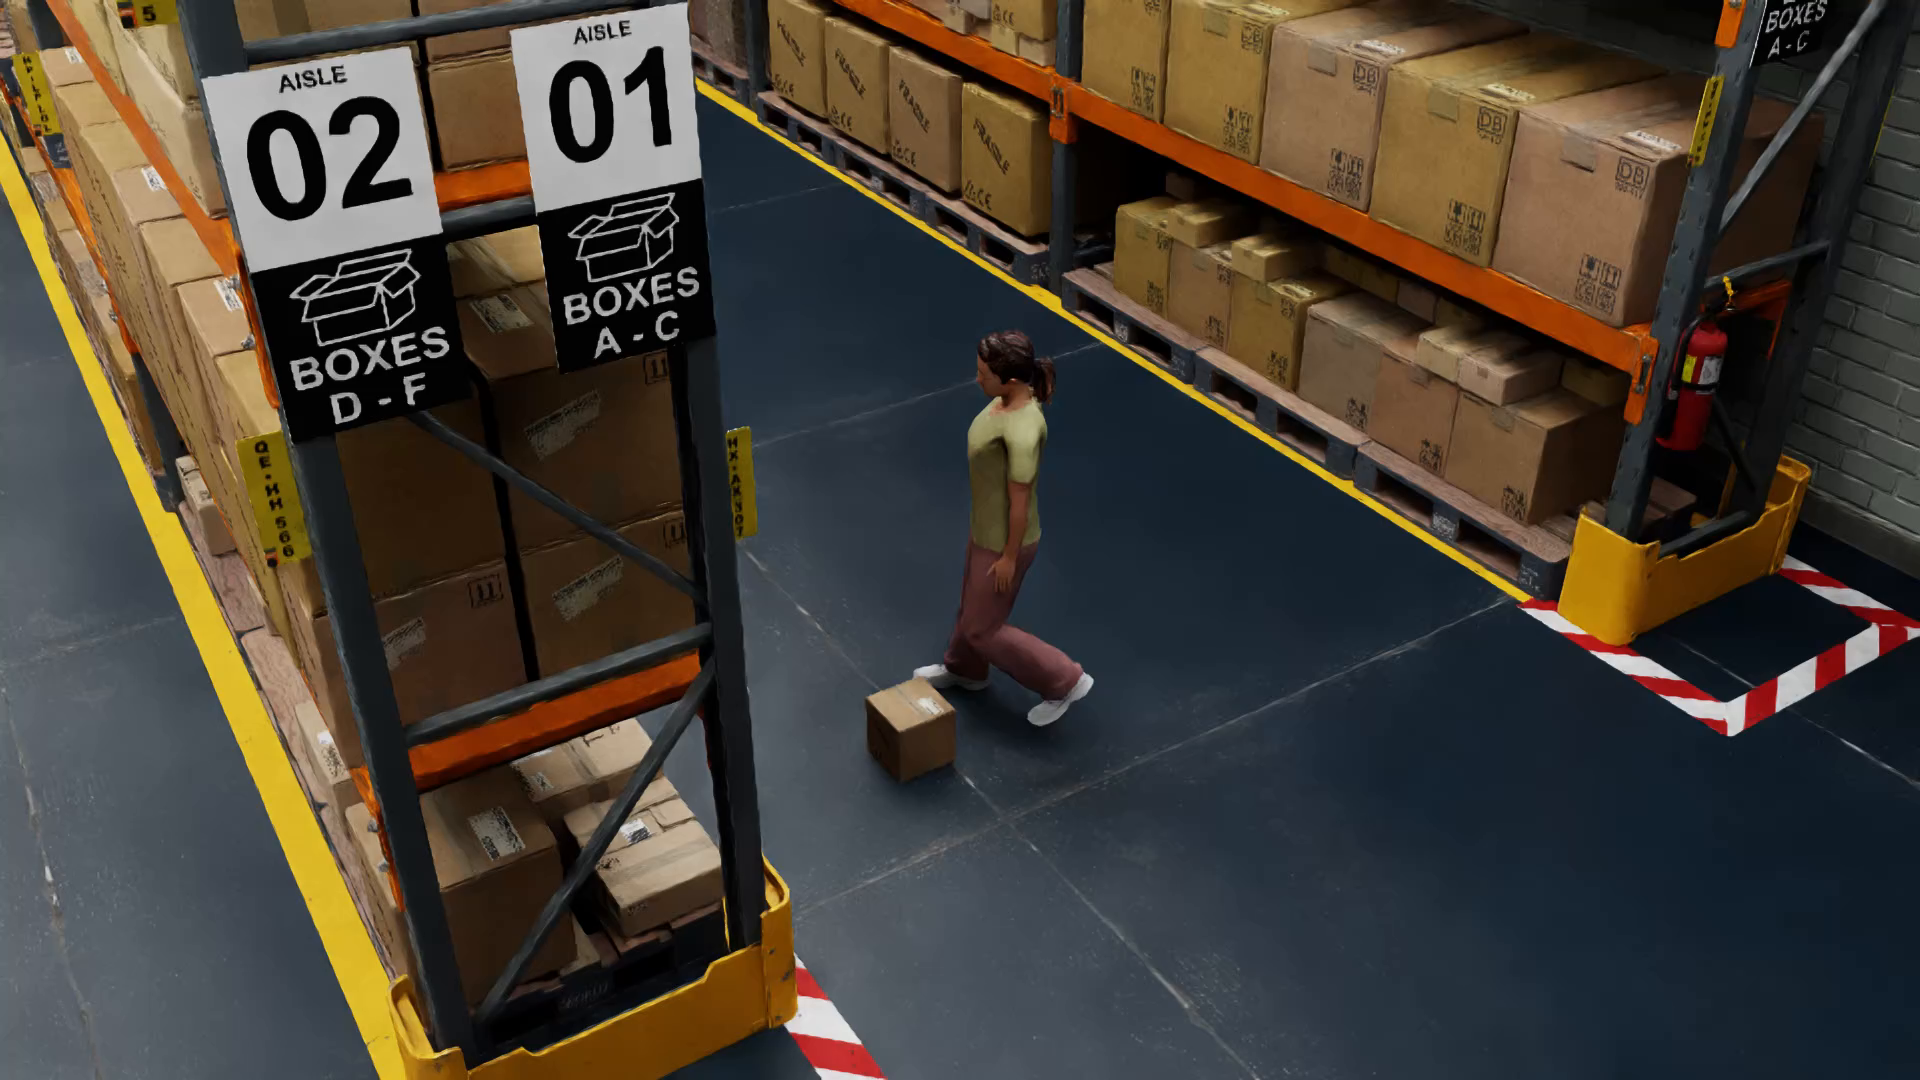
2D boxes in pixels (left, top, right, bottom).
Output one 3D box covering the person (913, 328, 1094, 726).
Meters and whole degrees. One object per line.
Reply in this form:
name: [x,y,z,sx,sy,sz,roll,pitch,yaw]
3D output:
person: [0.164,-0.028,6.188,0.682,1.668,0.495,-2,33,-4]
